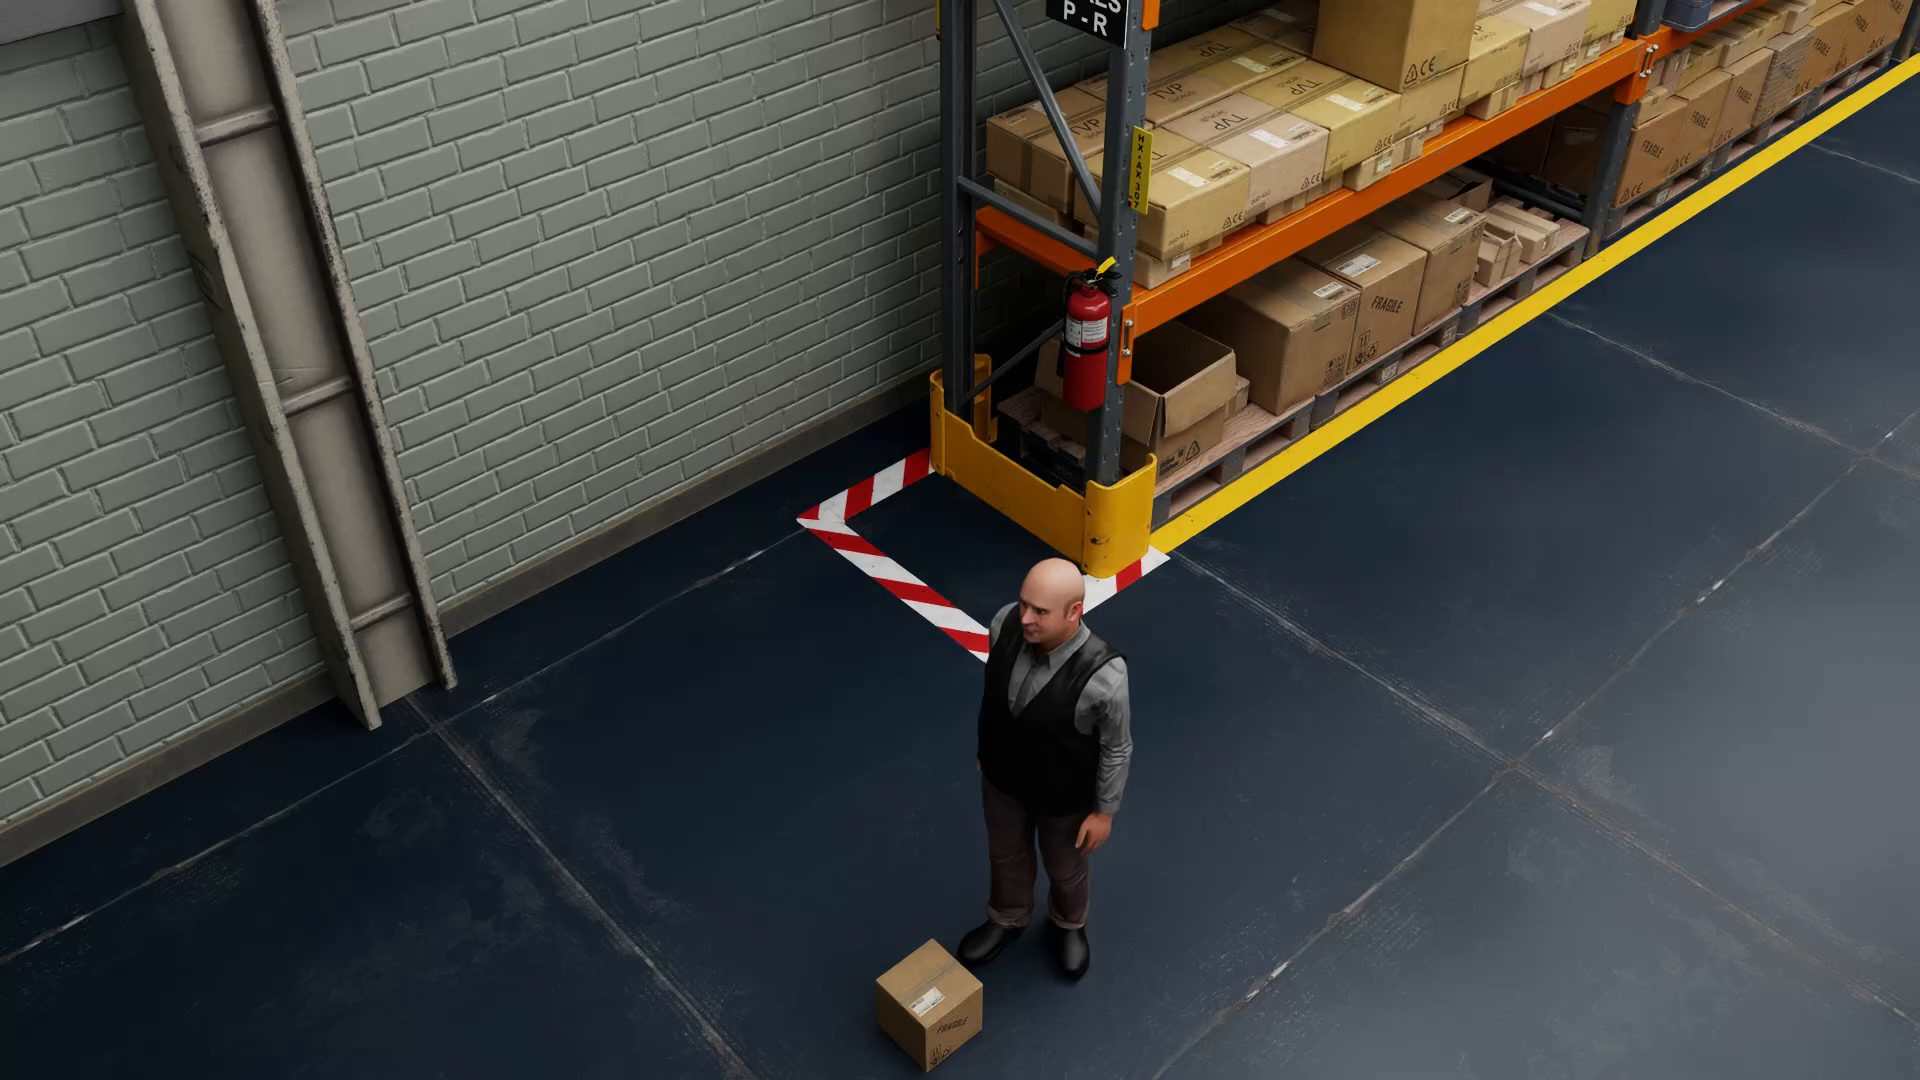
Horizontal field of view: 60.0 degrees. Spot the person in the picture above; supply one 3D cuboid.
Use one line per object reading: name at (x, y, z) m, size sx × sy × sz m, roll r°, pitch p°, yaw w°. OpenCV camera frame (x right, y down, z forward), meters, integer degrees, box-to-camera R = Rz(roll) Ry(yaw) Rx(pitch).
person at (0.262, 0.761, 5.242) m, size 0.560 × 1.724 × 0.455 m, roll 28°, pitch 47°, yaw 29°
